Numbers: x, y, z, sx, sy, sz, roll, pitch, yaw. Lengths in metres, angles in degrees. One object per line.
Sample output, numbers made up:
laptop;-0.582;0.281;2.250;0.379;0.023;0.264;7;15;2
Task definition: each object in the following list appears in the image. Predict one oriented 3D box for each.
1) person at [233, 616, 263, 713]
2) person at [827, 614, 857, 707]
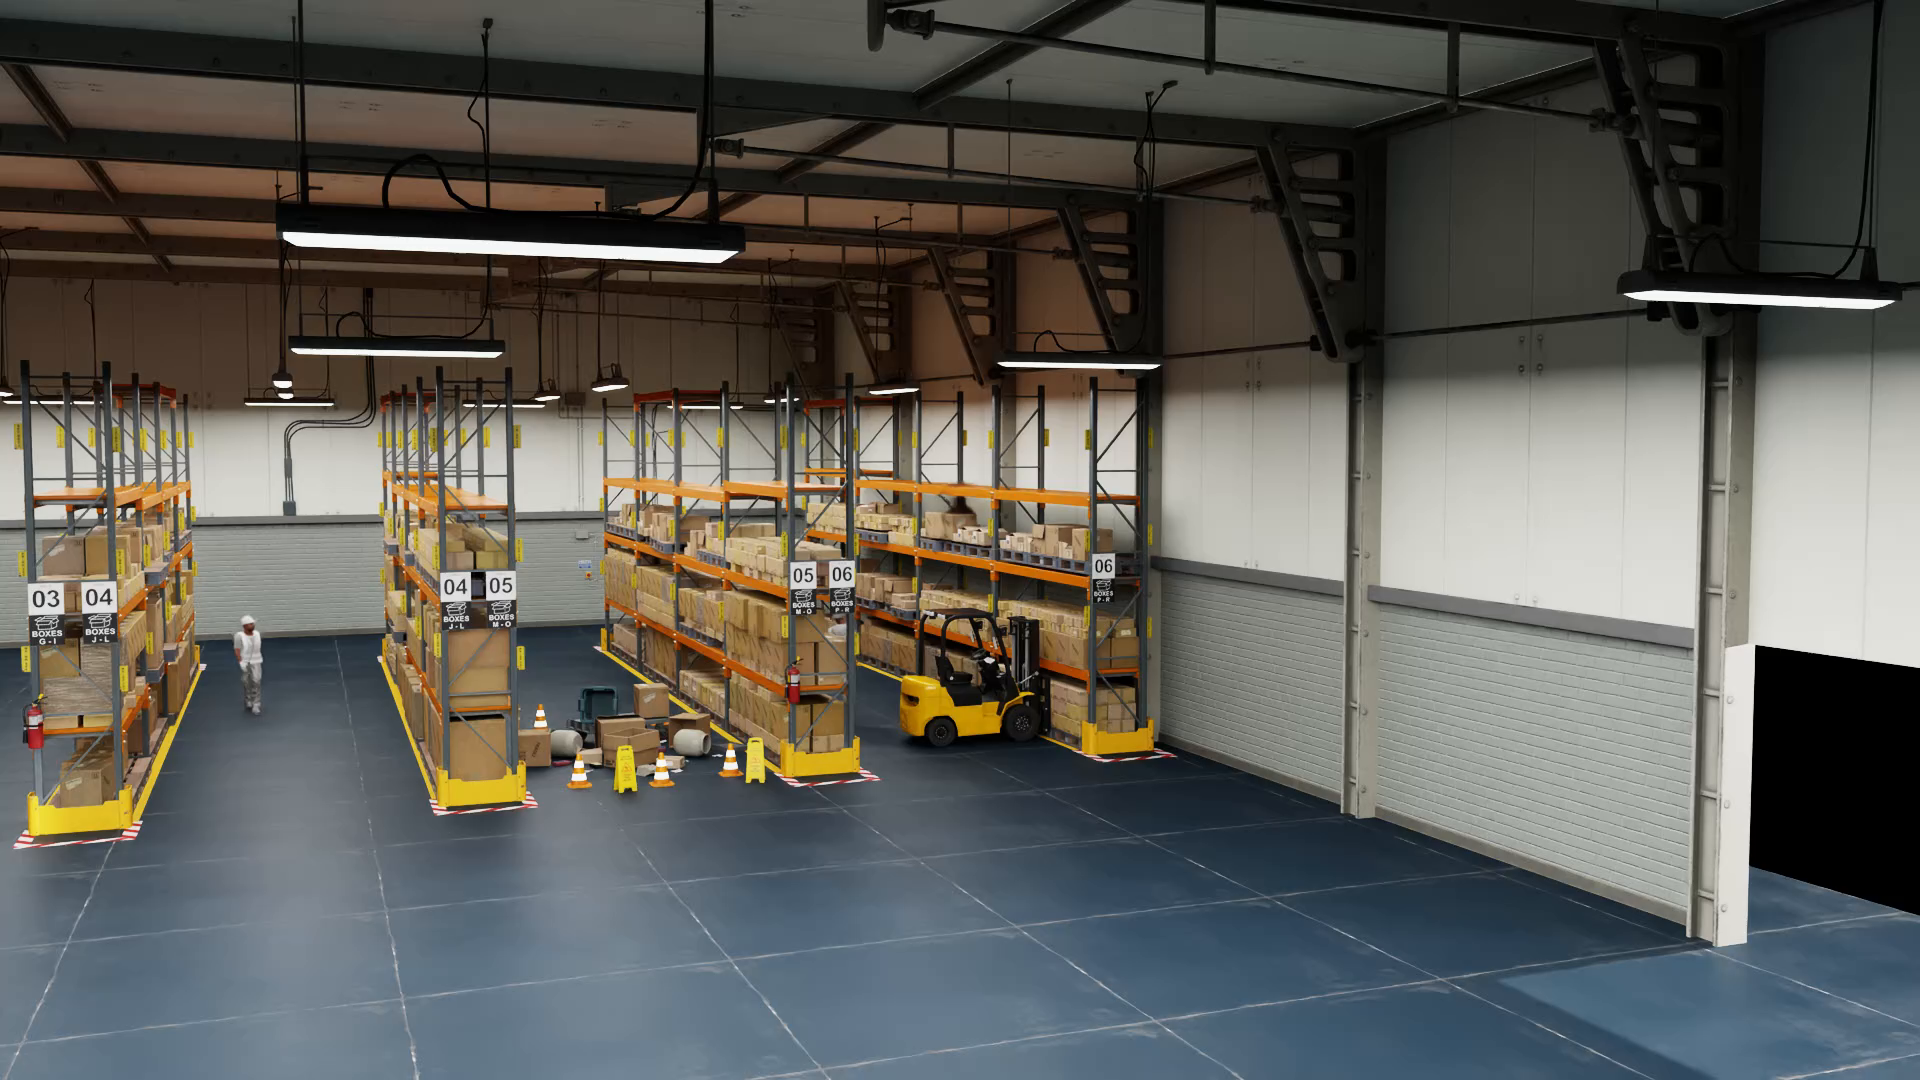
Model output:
person;-13.053;2.263;30.479;0.475;1.729;0.978;-1;4;-15
person;-2.152;2.158;30.149;0.514;1.799;0.782;-2;4;-24
